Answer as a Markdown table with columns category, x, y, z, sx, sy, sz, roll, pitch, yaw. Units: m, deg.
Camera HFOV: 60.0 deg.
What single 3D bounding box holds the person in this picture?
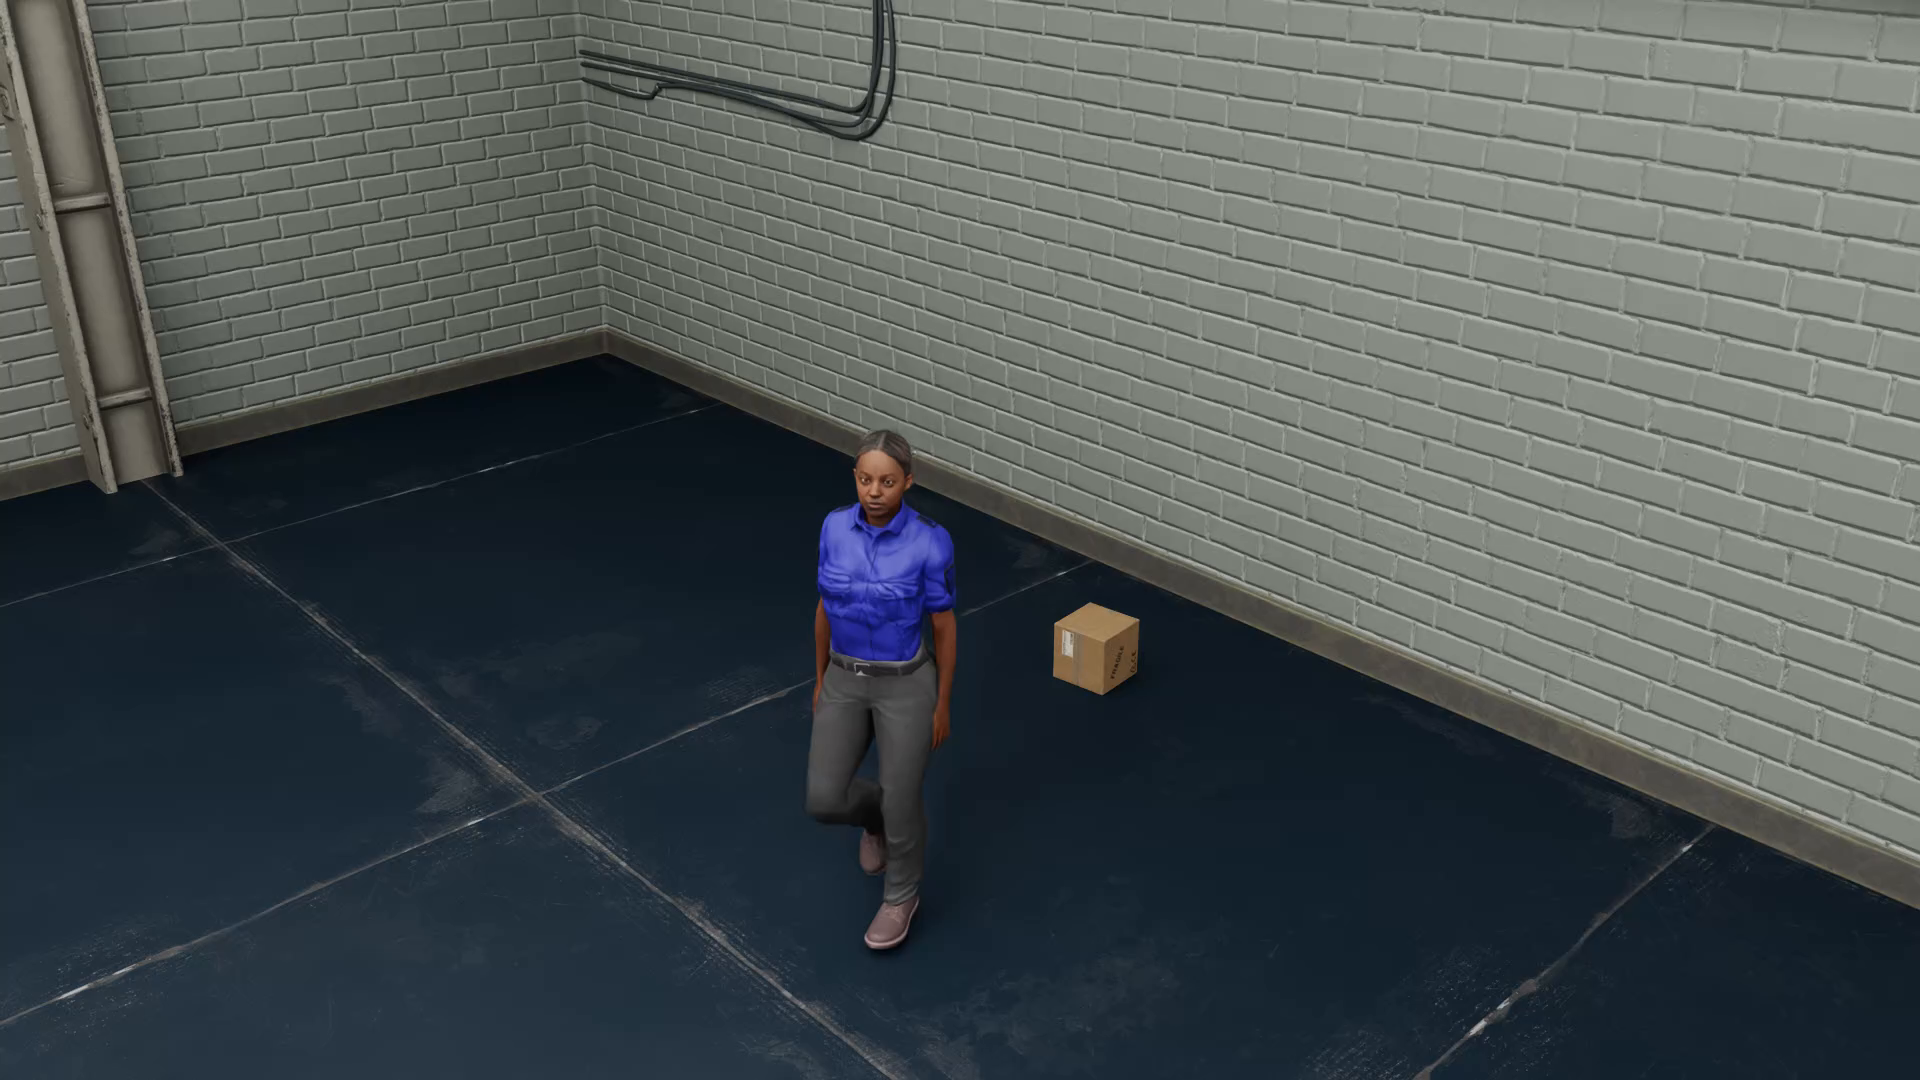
| category | x | y | z | sx | sy | sz | roll | pitch | yaw |
| --- | --- | --- | --- | --- | --- | --- | --- | --- | --- |
| person | -0.229 | 0.442 | 5.076 | 0.466 | 1.646 | 0.485 | 8 | 26 | 18 |
